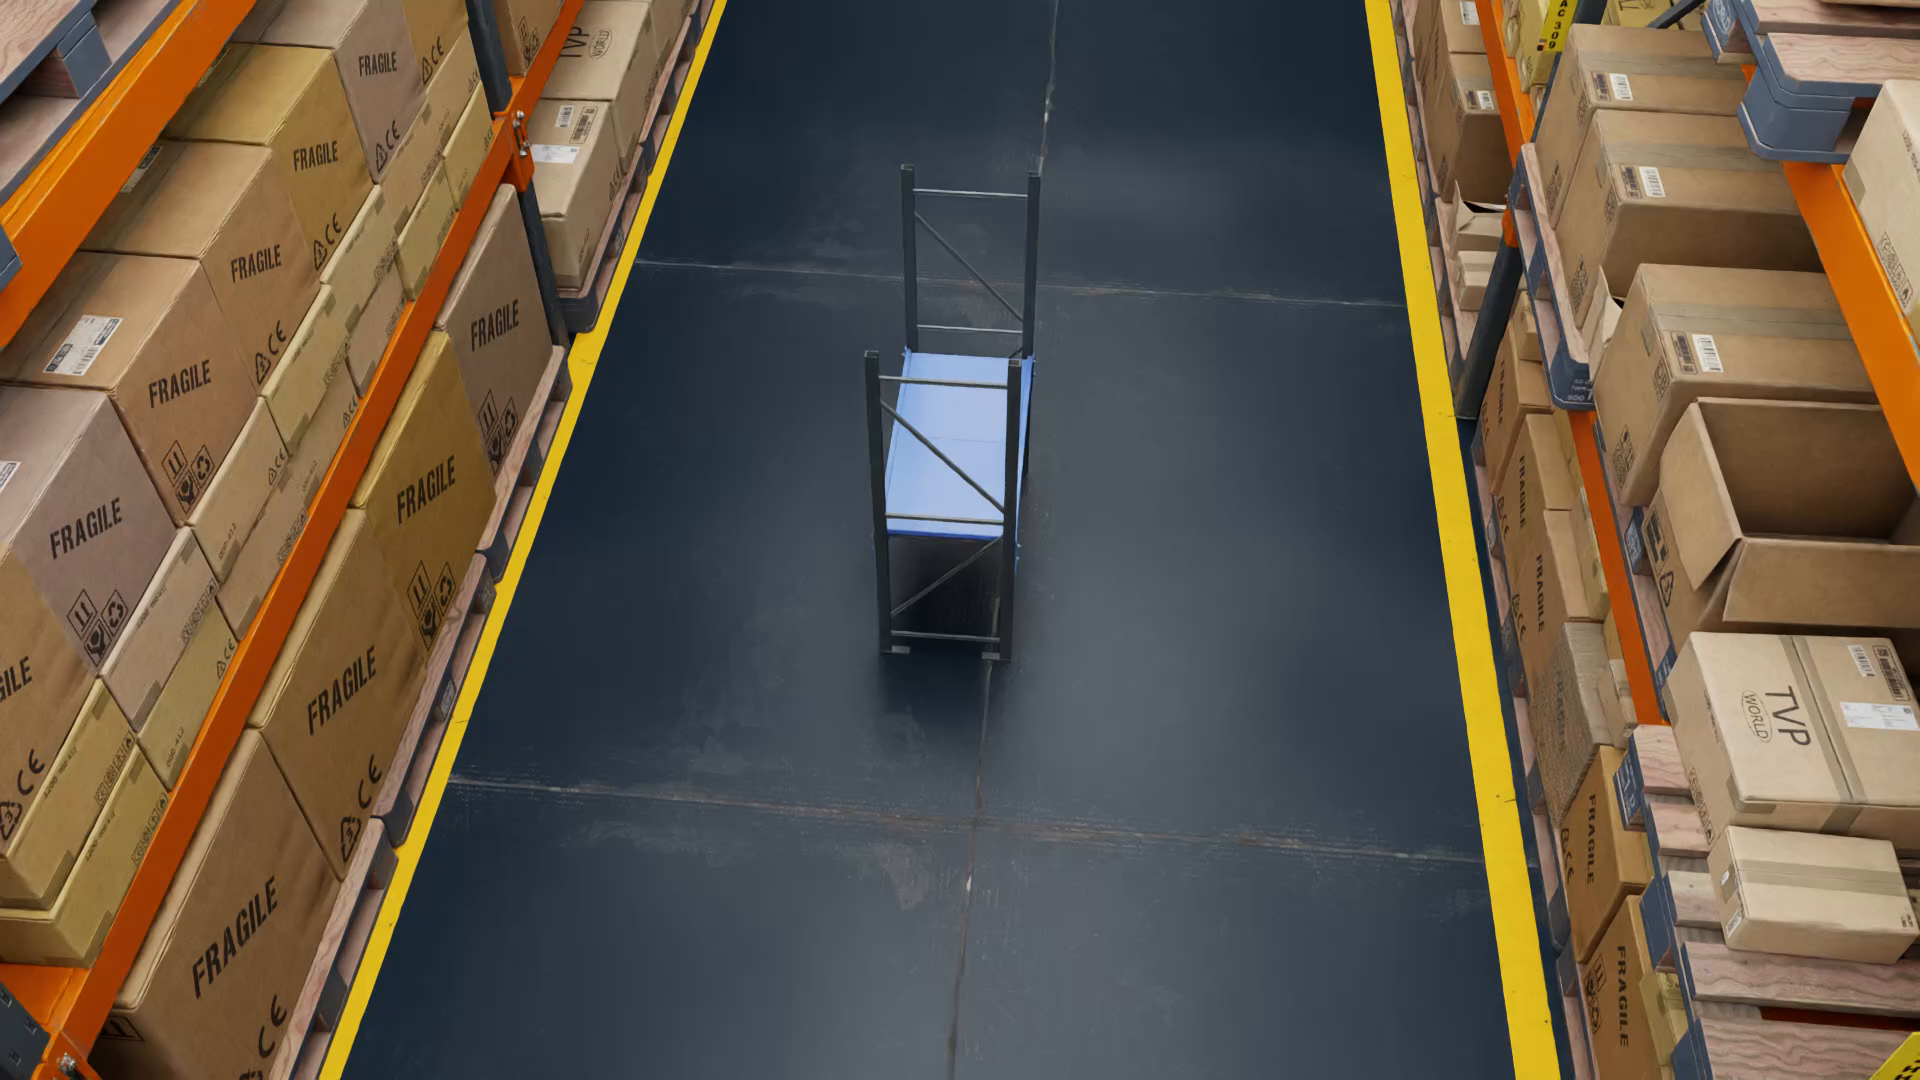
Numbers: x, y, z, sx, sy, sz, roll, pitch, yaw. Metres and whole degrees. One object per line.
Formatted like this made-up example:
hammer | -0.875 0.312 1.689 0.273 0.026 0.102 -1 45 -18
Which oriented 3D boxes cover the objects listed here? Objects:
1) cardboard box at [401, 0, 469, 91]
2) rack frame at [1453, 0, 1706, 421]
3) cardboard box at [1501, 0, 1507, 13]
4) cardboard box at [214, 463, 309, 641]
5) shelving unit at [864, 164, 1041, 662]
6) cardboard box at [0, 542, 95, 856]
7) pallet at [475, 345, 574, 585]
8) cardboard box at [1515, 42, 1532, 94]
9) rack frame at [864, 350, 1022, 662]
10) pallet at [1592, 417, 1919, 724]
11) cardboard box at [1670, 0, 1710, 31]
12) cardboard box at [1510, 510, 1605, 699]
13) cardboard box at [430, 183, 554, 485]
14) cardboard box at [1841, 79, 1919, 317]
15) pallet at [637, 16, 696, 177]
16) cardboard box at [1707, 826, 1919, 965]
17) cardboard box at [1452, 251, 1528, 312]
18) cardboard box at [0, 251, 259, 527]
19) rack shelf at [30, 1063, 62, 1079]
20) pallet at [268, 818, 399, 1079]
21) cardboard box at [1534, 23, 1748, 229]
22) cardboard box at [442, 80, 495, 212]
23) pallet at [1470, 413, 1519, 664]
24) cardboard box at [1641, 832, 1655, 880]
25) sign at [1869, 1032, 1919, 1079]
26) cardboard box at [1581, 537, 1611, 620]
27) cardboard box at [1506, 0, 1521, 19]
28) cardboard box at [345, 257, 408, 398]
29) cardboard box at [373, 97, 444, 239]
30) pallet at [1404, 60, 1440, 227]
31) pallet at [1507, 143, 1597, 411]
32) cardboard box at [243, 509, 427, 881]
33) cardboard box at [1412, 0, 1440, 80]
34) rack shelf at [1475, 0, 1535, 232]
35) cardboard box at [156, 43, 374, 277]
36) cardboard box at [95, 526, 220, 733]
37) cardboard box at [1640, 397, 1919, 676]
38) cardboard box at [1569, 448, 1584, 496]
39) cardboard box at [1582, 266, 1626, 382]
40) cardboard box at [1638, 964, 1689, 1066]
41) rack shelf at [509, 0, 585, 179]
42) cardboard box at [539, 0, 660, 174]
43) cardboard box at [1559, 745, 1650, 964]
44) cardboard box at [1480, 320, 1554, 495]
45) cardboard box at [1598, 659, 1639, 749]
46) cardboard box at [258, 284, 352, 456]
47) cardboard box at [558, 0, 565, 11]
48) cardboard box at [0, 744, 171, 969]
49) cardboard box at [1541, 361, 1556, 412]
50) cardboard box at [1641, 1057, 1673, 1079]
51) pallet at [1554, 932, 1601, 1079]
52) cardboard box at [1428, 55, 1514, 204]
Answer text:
cardboard box | -2.067 -1.906 5.741 0.500 0.500 0.500 5 48 5
rack frame | 2.667 -1.548 6.159 1.000 3.000 0.127 4 48 4
cardboard box | 2.497 -2.291 7.009 0.380 0.149 0.250 5 48 5
cardboard box | -2.263 0.004 4.841 0.500 0.250 0.500 5 48 5
shelving unit | -0.008 -0.443 6.165 0.538 1.500 1.048 4 48 4
cardboard box | -2.353 0.343 3.684 0.500 0.500 0.500 2 48 2
pallet | -2.272 -0.366 6.968 1.003 0.211 1.213 4 48 4
cardboard box | 2.446 -1.908 6.658 0.380 0.149 0.250 5 48 5
rack frame | -0.054 -0.070 5.824 0.500 1.500 0.032 4 48 4
pallet | 2.475 0.026 4.849 1.003 0.211 1.213 4 48 4
cardboard box | 2.981 -1.944 6.421 0.500 0.250 0.500 3 48 3
cardboard box | 2.310 0.252 5.922 0.500 0.500 0.500 3 48 2
cardboard box | -2.253 -0.843 6.670 0.875 0.875 0.875 5 48 5
cardboard box | 2.198 -0.701 3.454 0.500 0.250 0.500 4 48 4
pallet | -2.021 -2.391 8.820 1.003 0.211 1.213 4 48 4
cardboard box | 1.980 0.825 3.874 0.380 0.149 0.250 5 48 4
cardboard box | 2.425 -1.157 7.449 0.380 0.149 0.250 3 48 2
cardboard box | -2.255 -0.402 4.365 0.500 0.500 0.500 5 48 5
rack shelf | -2.823 2.772 2.695 1.077 0.370 4.000 4 48 4
pallet | -2.494 1.427 5.328 1.003 0.211 1.213 4 48 4
cardboard box | 2.400 -1.383 5.656 0.700 0.500 0.500 5 48 5
cardboard box | -2.066 -1.482 6.201 0.500 0.250 0.500 3 48 3
pallet | 2.630 -0.007 6.639 1.003 0.211 1.213 4 48 4
cardboard box | 2.226 0.910 4.881 0.380 0.149 0.250 5 48 5
sign | 1.761 0.997 3.100 0.100 0.325 0.005 4 48 4
cardboard box | 2.313 0.144 5.581 0.380 0.149 0.250 5 48 5
cardboard box | 2.501 -2.358 6.800 0.500 0.250 0.500 4 48 4
cardboard box | -2.179 -0.739 5.520 0.500 0.250 0.500 3 48 2
cardboard box | -2.113 -1.290 5.685 0.500 0.250 0.500 5 48 4
pallet | 2.839 -2.011 8.472 1.003 0.211 1.213 4 48 4
pallet | 2.485 -0.904 5.700 1.003 0.211 1.213 4 48 4
cardboard box | -2.410 0.478 5.461 0.875 0.875 0.875 4 48 4
cardboard box | 2.765 -2.717 8.638 0.700 0.500 0.500 6 48 5
rack shelf | 2.849 -2.775 7.769 1.077 0.370 4.000 4 48 4
cardboard box | -2.173 -1.154 5.053 0.500 0.500 0.500 5 48 5
cardboard box | -2.301 0.206 4.317 0.500 0.250 0.500 5 48 4
cardboard box | 2.267 0.002 4.386 0.797 0.503 0.637 3 48 3
cardboard box | 2.397 -0.219 5.914 0.380 0.149 0.250 3 48 3
cardboard box | 2.158 -0.650 5.144 0.396 0.266 0.258 6 48 5
cardboard box | 2.089 1.291 4.532 0.380 0.149 0.250 2 48 2
rack shelf | -2.094 -3.106 8.072 1.077 0.370 4.000 4 48 4
cardboard box | -2.032 -2.269 8.270 0.875 0.438 0.875 3 48 2
cardboard box | 2.228 1.016 5.223 0.500 0.500 0.500 6 48 5
cardboard box | 2.399 -0.506 6.616 0.500 0.500 0.500 6 48 5
cardboard box | 2.244 0.521 5.236 0.380 0.149 0.250 2 48 2
cardboard box | -2.184 -0.531 4.992 0.500 0.250 0.500 5 48 4
cardboard box | -1.923 -2.610 7.063 0.500 0.500 0.500 4 48 4
cardboard box | -2.346 0.768 4.143 0.500 0.250 0.500 3 48 3
cardboard box | 2.421 -0.611 6.272 0.380 0.149 0.250 3 48 2
cardboard box | 2.127 1.768 4.536 0.500 0.500 0.500 5 48 5
pallet | 2.408 1.786 4.999 1.003 0.211 1.213 4 48 4
cardboard box | 2.670 -1.954 7.940 0.700 0.500 0.500 2 48 2
